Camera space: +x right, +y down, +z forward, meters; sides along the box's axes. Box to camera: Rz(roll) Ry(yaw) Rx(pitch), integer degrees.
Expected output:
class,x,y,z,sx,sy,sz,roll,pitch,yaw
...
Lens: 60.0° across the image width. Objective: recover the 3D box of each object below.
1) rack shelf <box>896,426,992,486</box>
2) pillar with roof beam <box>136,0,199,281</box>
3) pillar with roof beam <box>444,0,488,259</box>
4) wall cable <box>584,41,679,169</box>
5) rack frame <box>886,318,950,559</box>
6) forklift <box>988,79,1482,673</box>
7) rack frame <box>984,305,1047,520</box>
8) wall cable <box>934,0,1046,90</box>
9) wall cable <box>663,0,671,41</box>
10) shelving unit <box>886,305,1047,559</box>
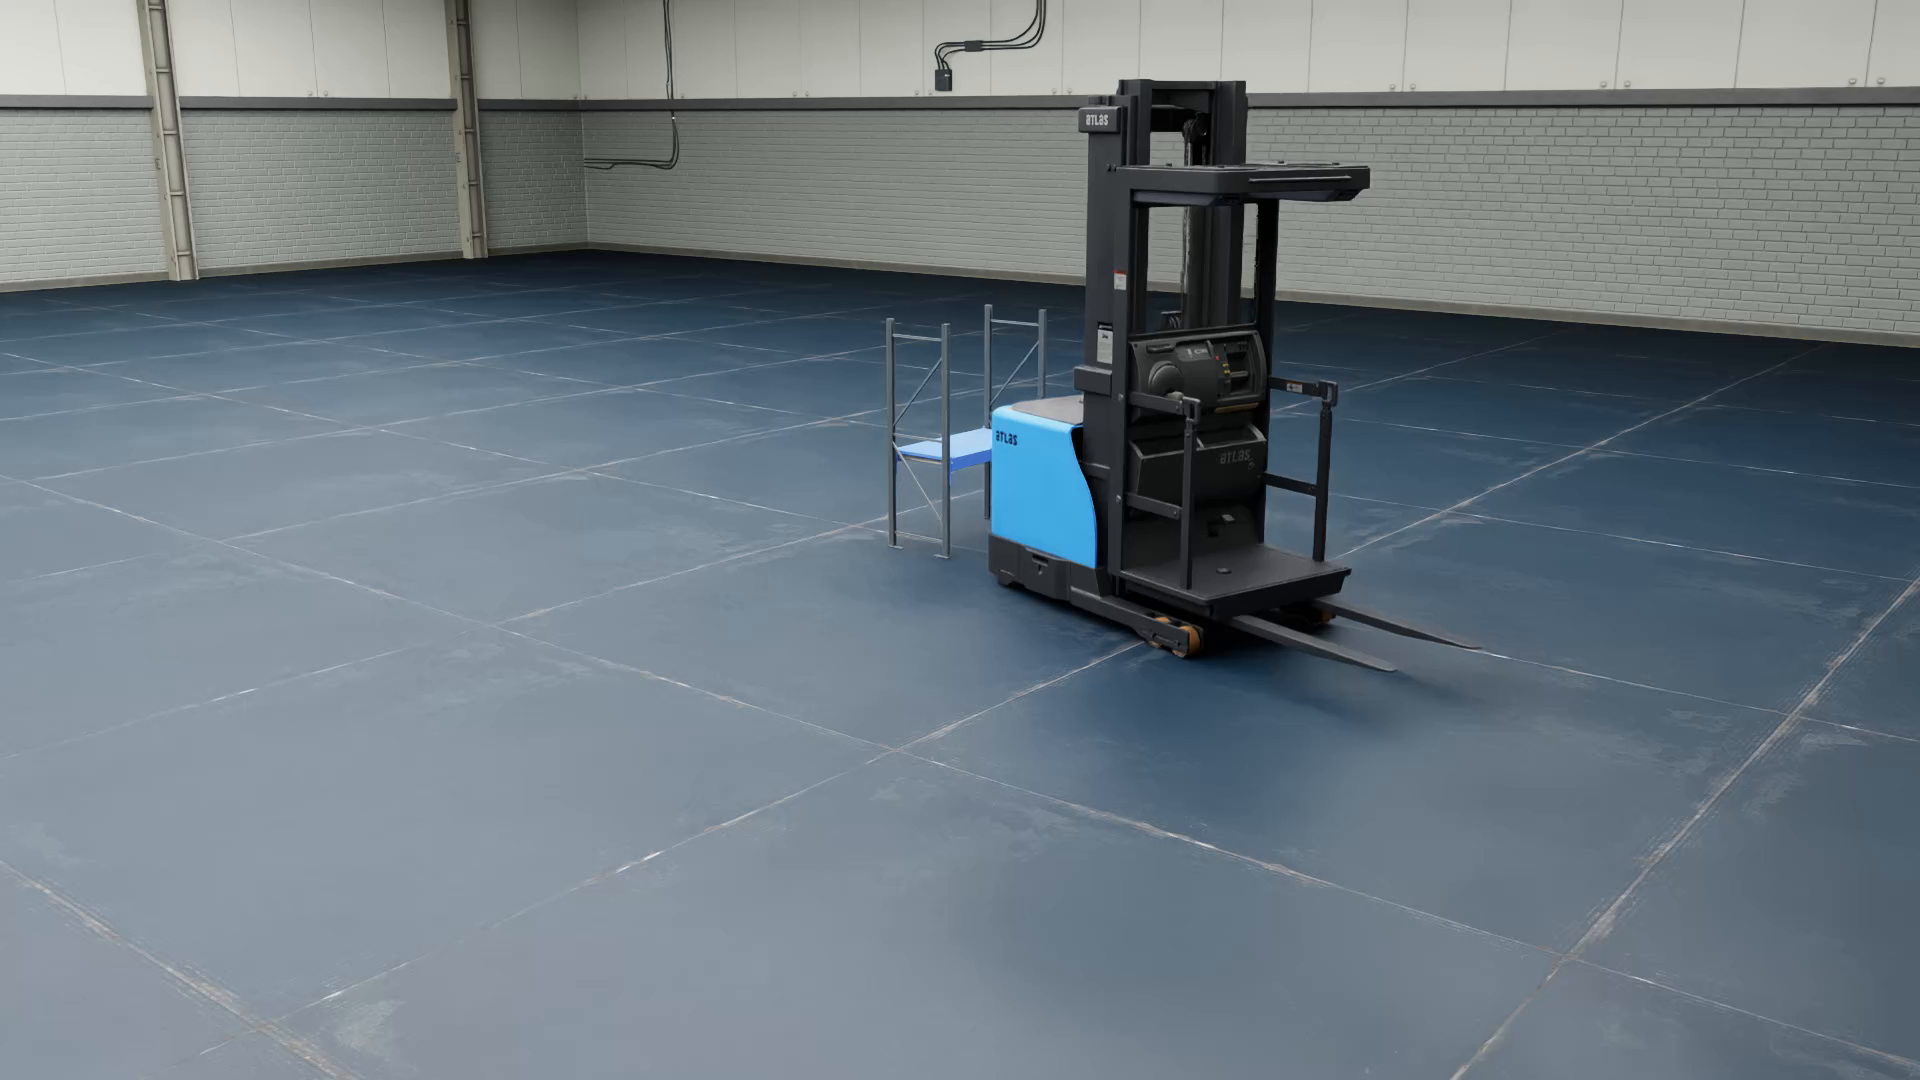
class,x,y,z,sx,sy,sz,roll,pitch,yaw
rack shelf,0.054,-0.569,11.047,0.538,0.185,1.000,11,18,38
pillar with roof beam,-10.197,-8.243,25.292,9.100,9.000,0.400,11,18,38
pillar with roof beam,-6.426,-9.392,29.816,9.100,9.000,0.400,11,18,38
wall cable,-6.894,-8.912,34.236,3.097,2.526,0.112,11,18,38
rack frame,-0.266,-0.646,10.619,0.500,1.500,0.032,11,18,38
forklift,1.427,-0.941,8.875,1.130,2.935,3.031,-10,17,-34
rack frame,0.373,-0.841,11.386,0.500,1.500,0.032,11,18,38
wall cable,0.480,-10.593,27.640,2.305,6.003,0.169,11,18,38
wall cable,-4.790,-10.941,31.966,3.097,2.526,0.112,11,18,38
shelving unit,0.054,-0.743,11.003,0.538,1.500,1.048,11,18,38
